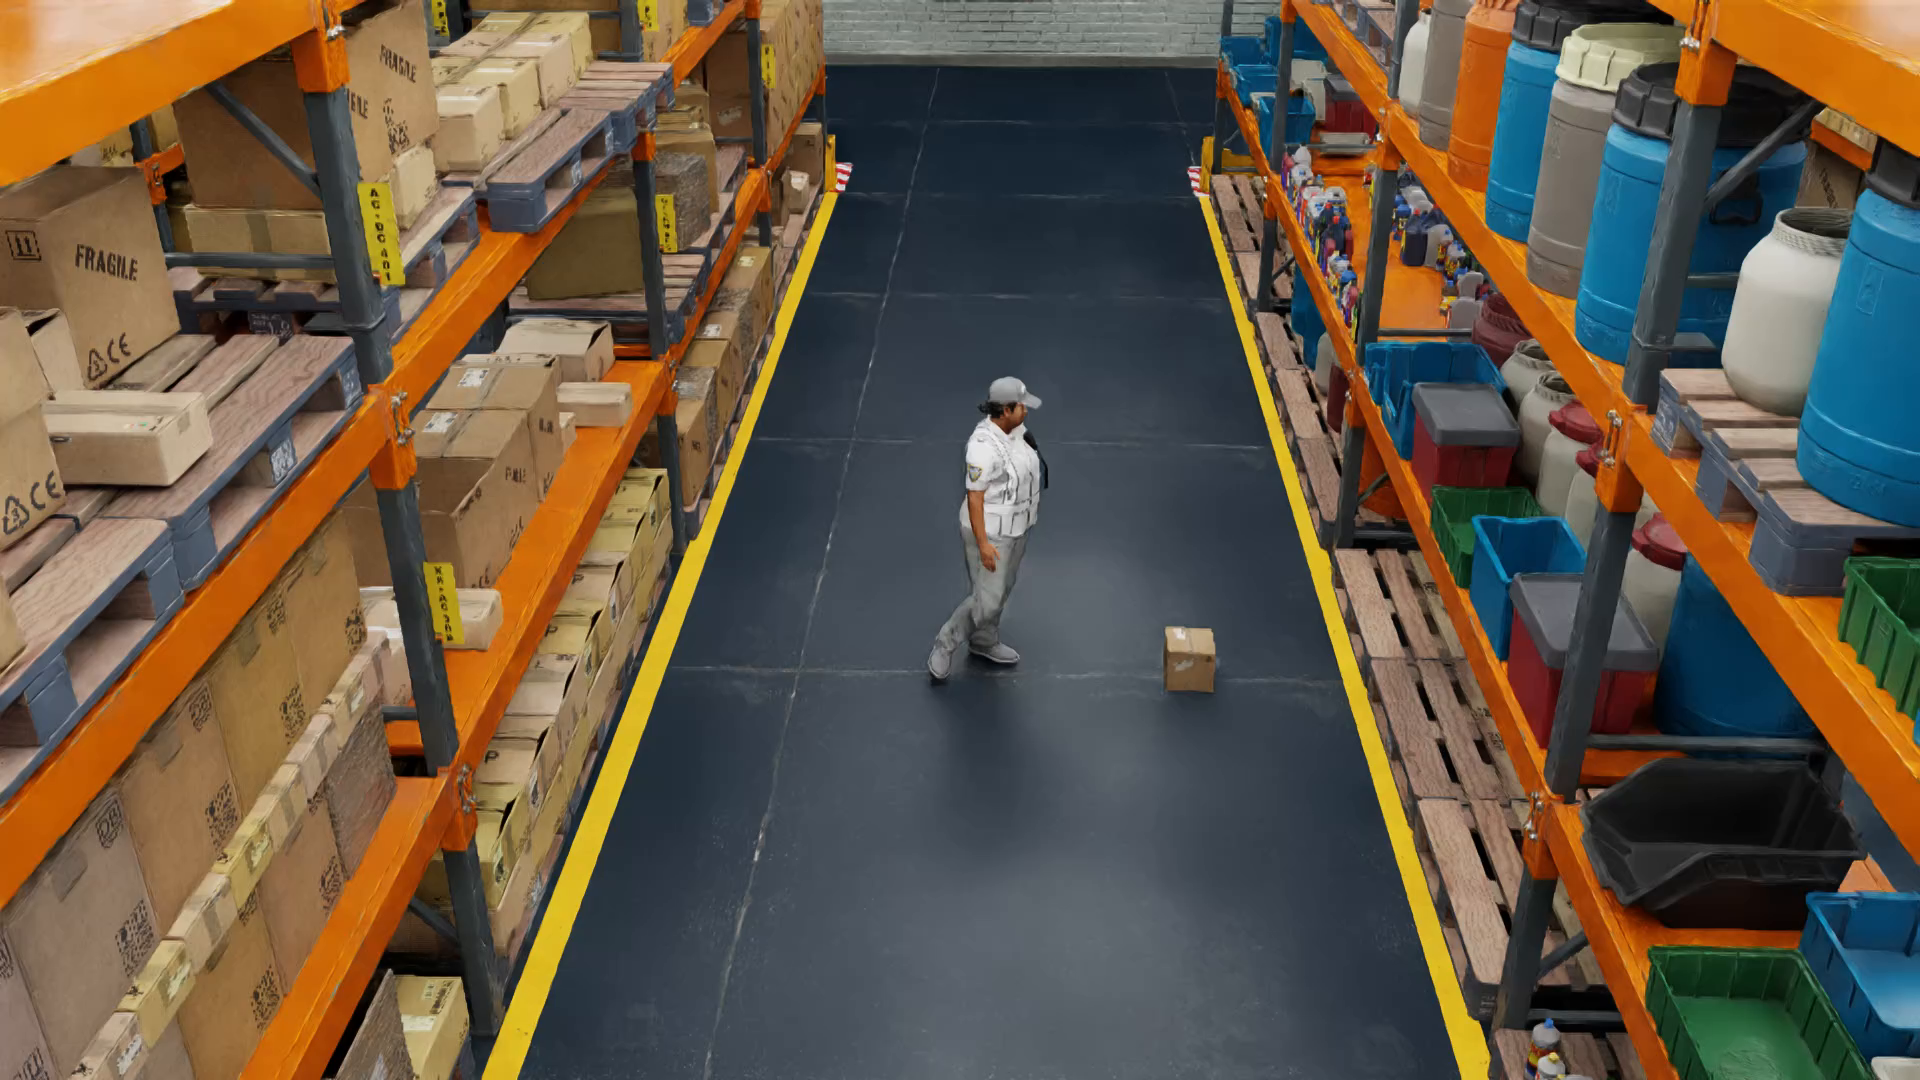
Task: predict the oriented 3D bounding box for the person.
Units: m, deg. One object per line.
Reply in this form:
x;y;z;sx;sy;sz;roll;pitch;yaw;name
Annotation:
0.131;-0.056;8.692;0.470;1.656;0.666;16;32;28;person
